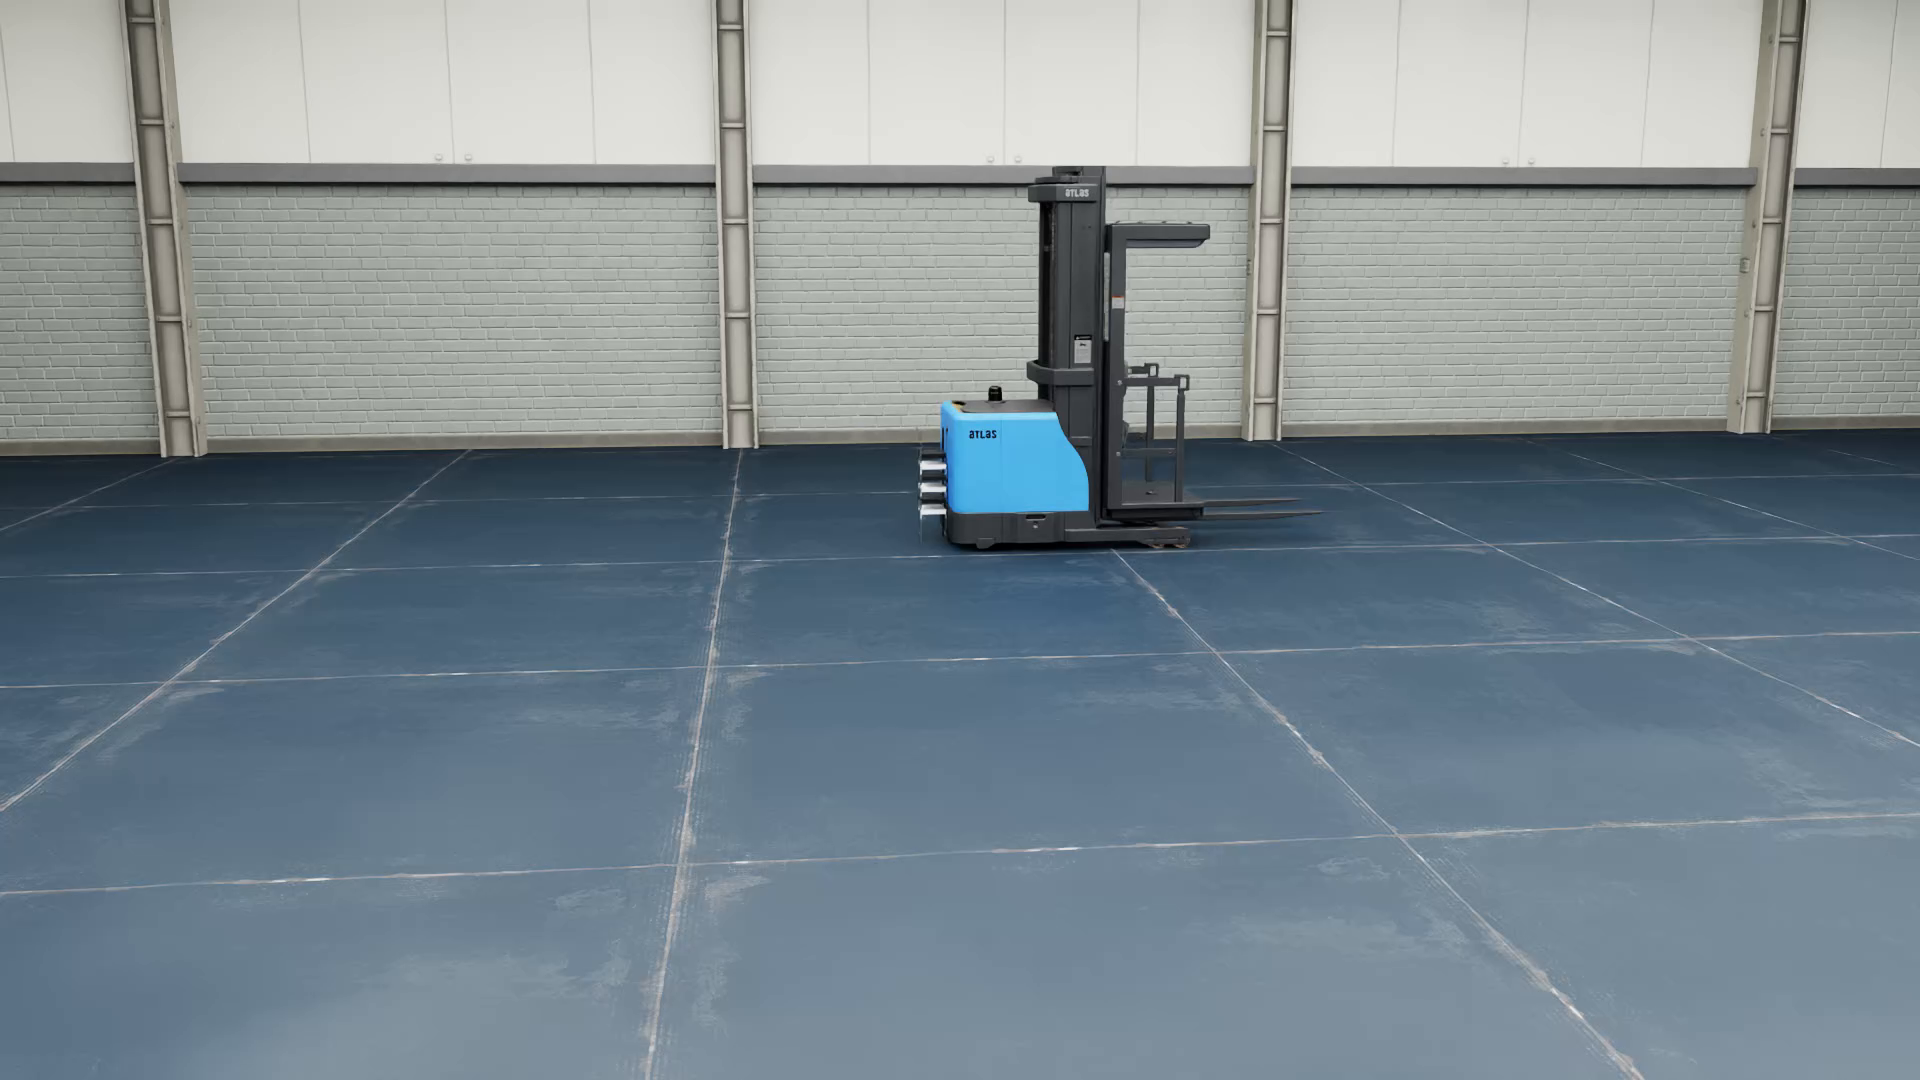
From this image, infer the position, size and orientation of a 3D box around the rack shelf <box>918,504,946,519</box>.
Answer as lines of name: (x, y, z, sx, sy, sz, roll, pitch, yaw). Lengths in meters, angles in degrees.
rack shelf: (-0.224, -0.227, 13.296, 0.200, 0.077, 0.258, -1, 11, -7)

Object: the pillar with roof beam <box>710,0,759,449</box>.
pillar with roof beam: (-1.998, -4.642, 13.650, 0.400, 9.000, 9.100, -1, 11, -6)

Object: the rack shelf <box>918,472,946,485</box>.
rack shelf: (-0.224, -0.492, 13.244, 0.200, 0.077, 0.258, -1, 11, -7)

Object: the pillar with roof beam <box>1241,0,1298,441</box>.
pillar with roof beam: (3.967, -4.767, 14.286, 0.400, 9.000, 9.100, -1, 11, -6)

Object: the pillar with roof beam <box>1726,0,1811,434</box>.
pillar with roof beam: (9.932, -4.892, 14.921, 0.400, 9.000, 9.100, -1, 11, -6)

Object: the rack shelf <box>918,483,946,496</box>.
rack shelf: (-0.224, -0.404, 13.261, 0.200, 0.077, 0.258, -1, 11, -7)

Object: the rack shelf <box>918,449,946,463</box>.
rack shelf: (-0.224, -0.669, 13.209, 0.200, 0.077, 0.258, -1, 11, -7)

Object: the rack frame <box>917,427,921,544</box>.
rack frame: (-0.325, -0.434, 13.243, 0.006, 0.900, 0.240, -1, 11, -7)

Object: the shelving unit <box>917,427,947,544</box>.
shelving unit: (-0.224, -0.436, 13.255, 0.210, 0.900, 0.258, -1, 11, -7)

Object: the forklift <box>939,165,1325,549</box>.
forklift: (1.387, -1.471, 13.253, 3.031, 2.935, 1.130, -1, 11, -7)

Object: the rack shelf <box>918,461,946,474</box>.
rack shelf: (-0.224, -0.580, 13.226, 0.200, 0.077, 0.258, -1, 11, -7)

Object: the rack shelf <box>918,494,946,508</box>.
rack shelf: (-0.224, -0.315, 13.279, 0.200, 0.077, 0.258, -1, 11, -7)

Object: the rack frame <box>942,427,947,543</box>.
rack frame: (-0.124, -0.439, 13.267, 0.006, 0.900, 0.240, -1, 11, -7)

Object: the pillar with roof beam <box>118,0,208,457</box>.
pillar with roof beam: (-7.963, -4.517, 13.014, 0.400, 9.000, 9.100, -1, 11, -6)
